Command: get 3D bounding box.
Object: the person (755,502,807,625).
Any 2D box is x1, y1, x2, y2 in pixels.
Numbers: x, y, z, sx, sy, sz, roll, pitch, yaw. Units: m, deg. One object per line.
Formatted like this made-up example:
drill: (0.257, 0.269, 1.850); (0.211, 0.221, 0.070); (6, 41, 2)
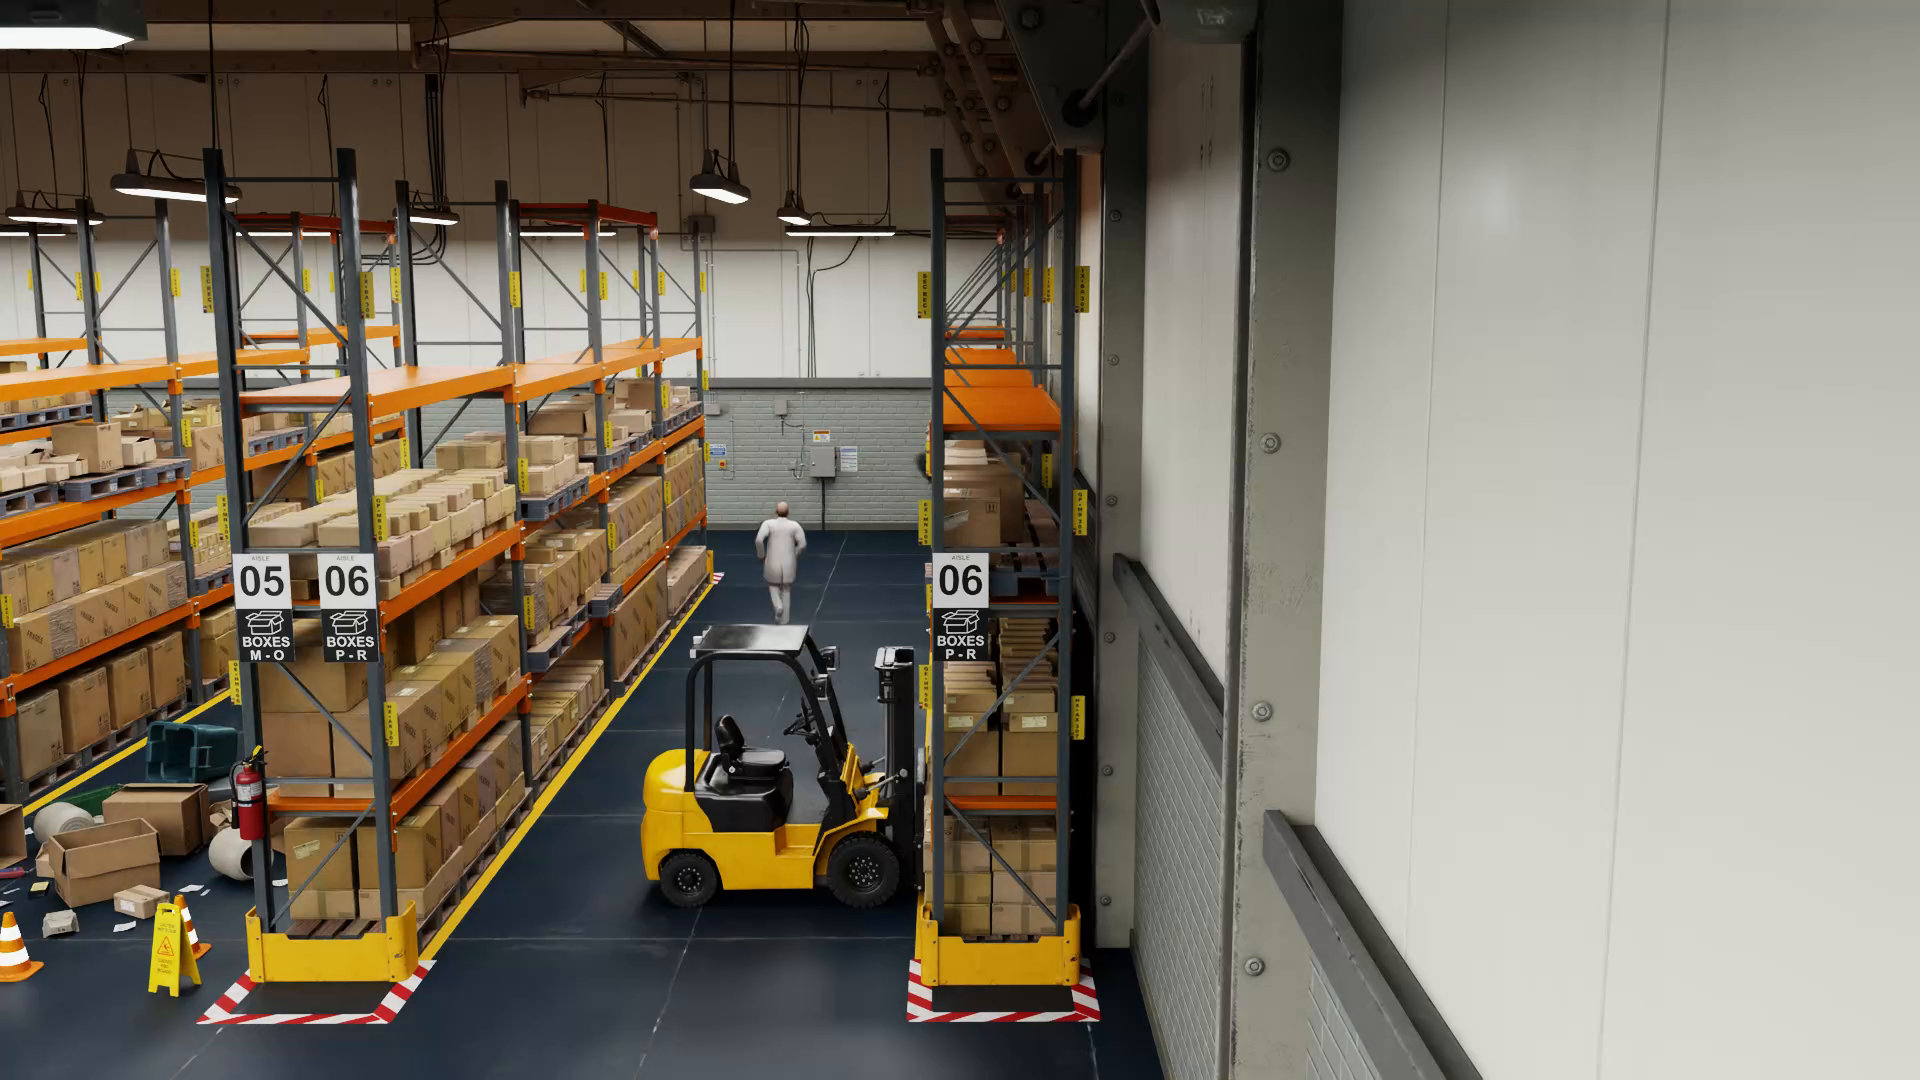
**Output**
person: (-2.488, 0.335, 23.101); (0.707, 1.757, 0.533); (-1, 9, -8)
